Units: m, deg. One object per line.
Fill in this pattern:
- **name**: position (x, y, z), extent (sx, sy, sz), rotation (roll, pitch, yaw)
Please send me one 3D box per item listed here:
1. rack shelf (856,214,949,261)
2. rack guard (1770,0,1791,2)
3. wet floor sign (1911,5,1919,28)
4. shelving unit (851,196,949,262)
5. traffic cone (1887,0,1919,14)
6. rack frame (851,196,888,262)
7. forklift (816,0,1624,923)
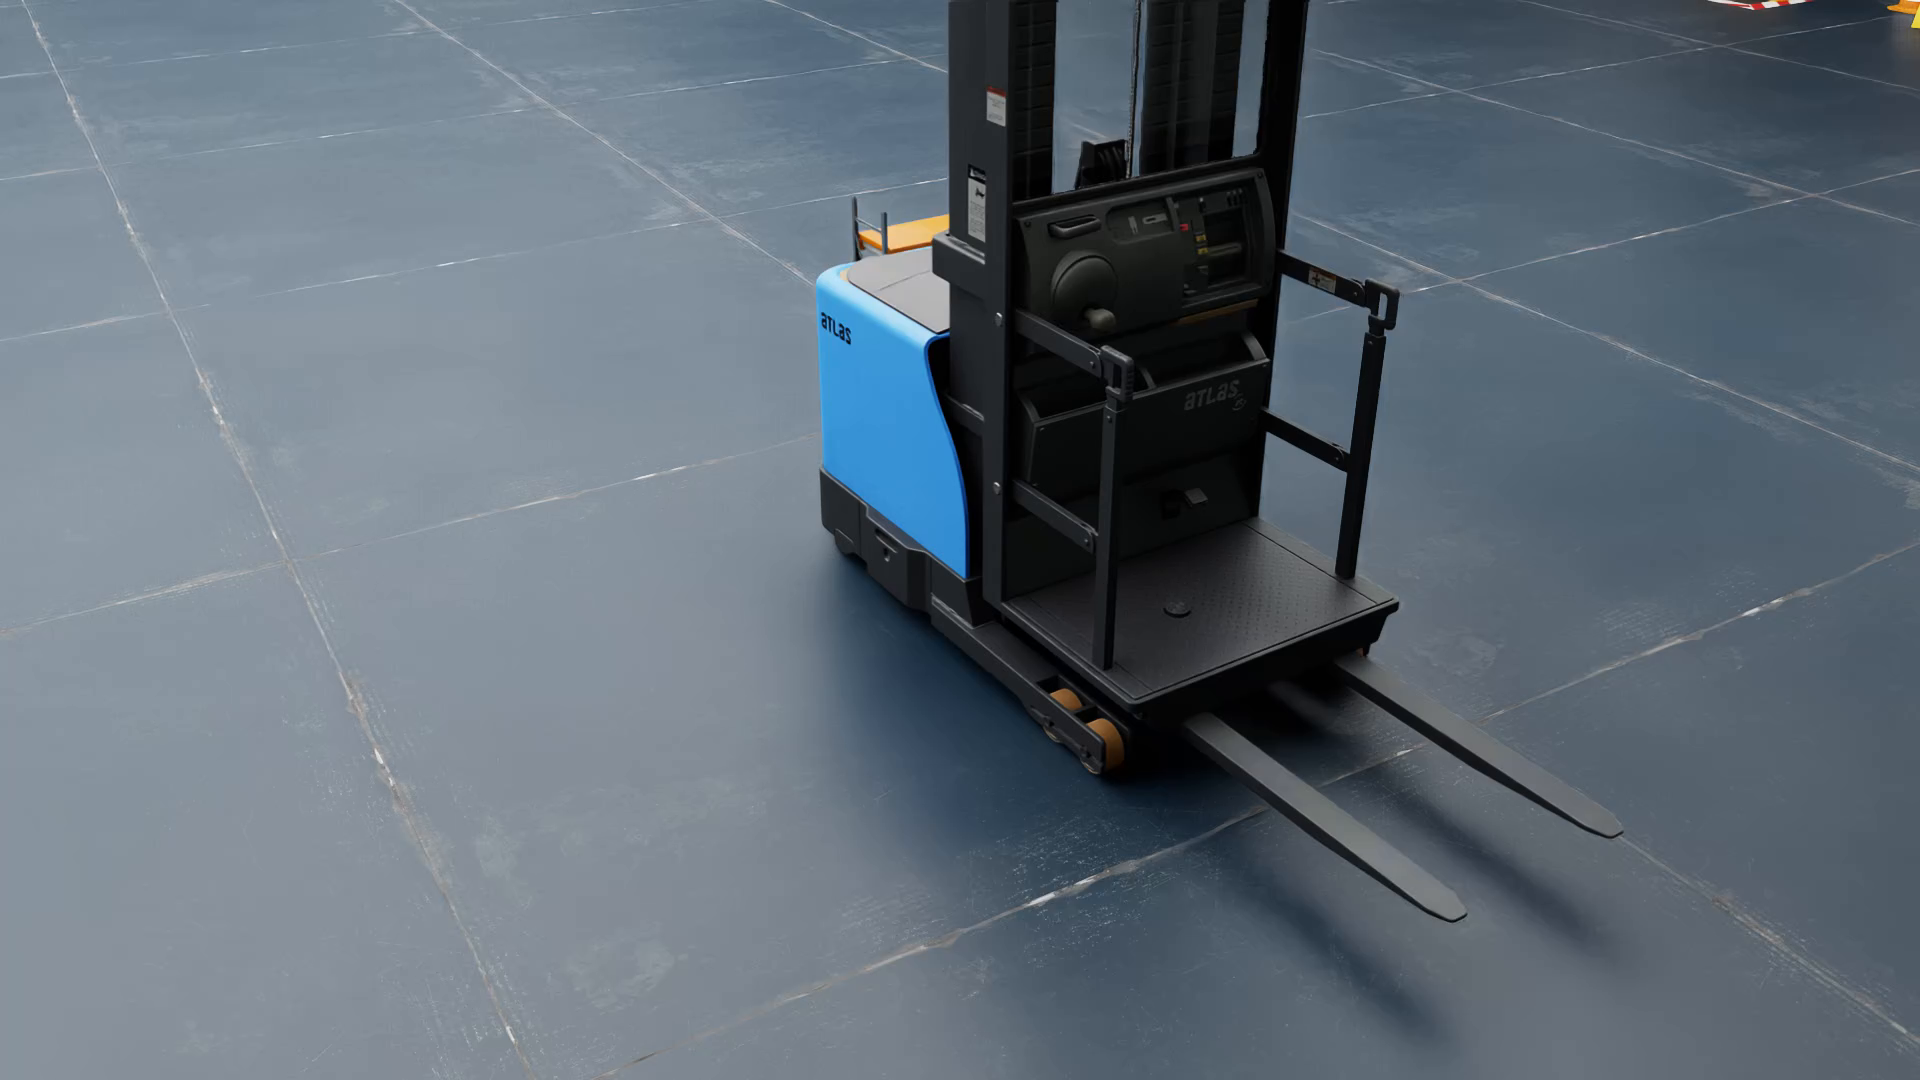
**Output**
- **rack shelf**: position (-0.130, -1.119, 6.341), extent (0.480, 0.148, 0.258), rotation (-17, 33, -28)
- **rack guard**: position (7.430, -5.480, 15.782), extent (0.348, 0.500, 1.175), rotation (-16, 33, -26)
- **wet floor sign**: position (8.429, -4.717, 14.250), extent (0.232, 0.644, 0.267), rotation (-22, 36, -35)
- **shelving unit**: position (-0.129, -0.774, 6.529), extent (0.503, 1.200, 0.258), rotation (-17, 33, -28)
- **traffic cone**: position (8.628, -5.008, 14.965), extent (0.334, 0.463, 0.336), rotation (-16, 33, -26)
- **rack frame**: position (-0.334, -0.710, 6.413), extent (0.015, 1.200, 0.240), rotation (-17, 33, -28)
- **forklift**: position (0.694, -0.831, 4.842), extent (1.130, 2.935, 3.031), rotation (-17, 33, -28)
